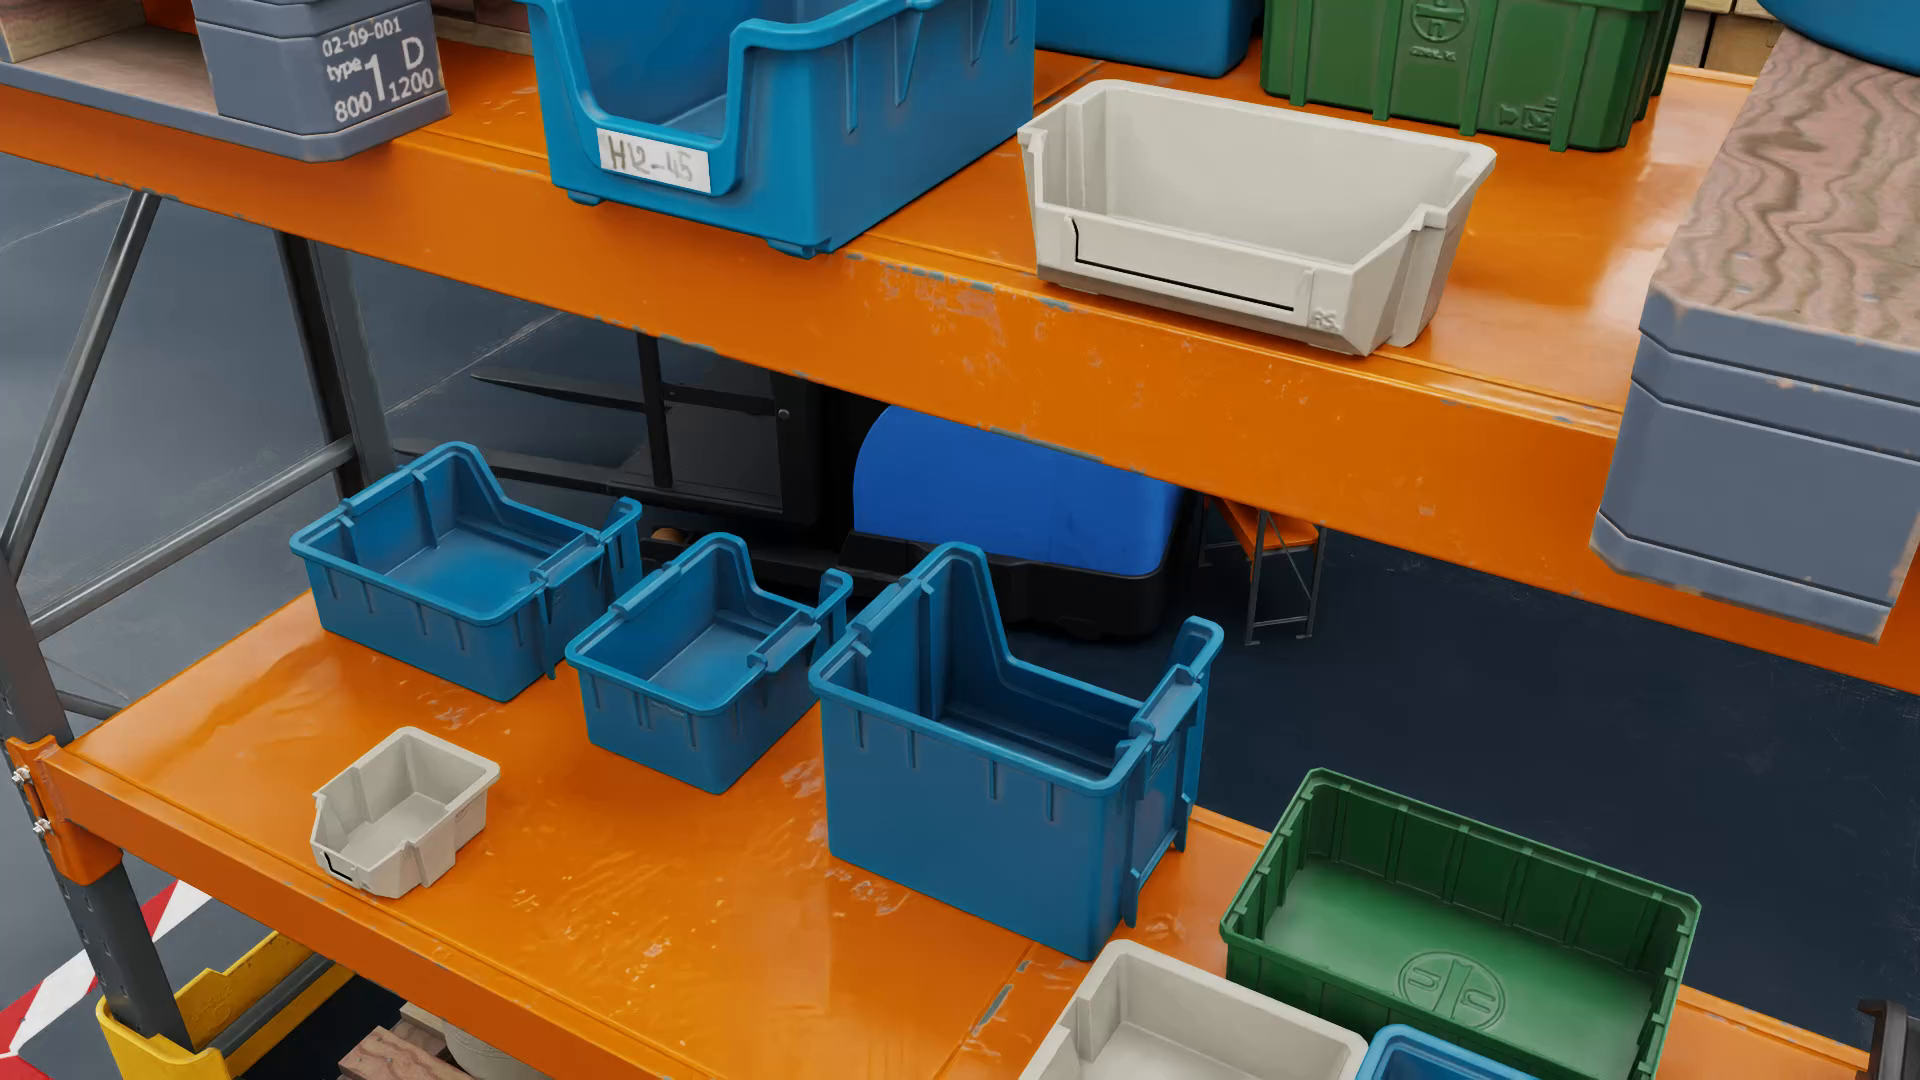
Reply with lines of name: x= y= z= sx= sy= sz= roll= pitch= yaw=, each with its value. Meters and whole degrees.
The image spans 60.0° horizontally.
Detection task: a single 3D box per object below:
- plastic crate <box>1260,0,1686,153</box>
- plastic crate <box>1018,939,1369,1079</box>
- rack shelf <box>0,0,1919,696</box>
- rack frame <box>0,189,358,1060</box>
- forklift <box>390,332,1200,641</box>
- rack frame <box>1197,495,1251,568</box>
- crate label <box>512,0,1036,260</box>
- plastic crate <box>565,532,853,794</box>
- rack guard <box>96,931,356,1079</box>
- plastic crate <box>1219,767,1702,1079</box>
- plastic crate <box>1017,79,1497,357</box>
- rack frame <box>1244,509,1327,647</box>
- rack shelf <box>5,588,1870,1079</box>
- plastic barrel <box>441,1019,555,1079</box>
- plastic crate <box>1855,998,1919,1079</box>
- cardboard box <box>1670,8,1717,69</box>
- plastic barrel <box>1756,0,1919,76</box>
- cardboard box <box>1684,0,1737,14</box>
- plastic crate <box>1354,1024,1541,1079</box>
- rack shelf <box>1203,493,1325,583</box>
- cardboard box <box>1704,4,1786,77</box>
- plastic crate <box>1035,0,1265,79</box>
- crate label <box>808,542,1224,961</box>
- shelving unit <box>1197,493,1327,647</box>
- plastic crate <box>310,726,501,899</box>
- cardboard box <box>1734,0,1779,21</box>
plastic crate: x=0.609 y=-0.627 z=1.971 sx=0.450 sy=0.188 sz=0.336 roll=18 pitch=37 yaw=24
plastic crate: x=0.308 y=0.883 z=2.456 sx=0.437 sy=0.136 sz=0.530 roll=18 pitch=37 yaw=24
rack shelf: x=0.107 y=-0.401 z=2.089 sx=4.000 sy=0.370 sz=1.077 roll=18 pitch=37 yaw=24
rack frame: x=-1.631 y=-0.001 z=3.545 sx=0.053 sy=2.616 sz=0.949 roll=18 pitch=37 yaw=24
forklift: x=0.367 y=-0.543 z=3.728 sx=6.124 sy=3.703 sz=4.401 roll=9 pitch=35 yaw=14
rack frame: x=0.988 y=-0.416 z=5.792 sx=0.240 sy=1.200 sz=0.015 roll=-7 pitch=34 yaw=-10
crate label: x=-0.168 y=-0.515 z=1.745 sx=0.408 sy=0.251 sz=0.502 roll=18 pitch=37 yaw=24
plastic crate: x=-0.485 y=0.235 z=3.325 sx=0.408 sy=0.251 sz=0.499 roll=18 pitch=37 yaw=24
rack guard: x=-1.540 y=1.037 z=4.242 sx=0.348 sy=0.500 sz=1.175 roll=18 pitch=37 yaw=24
plastic crate: x=0.805 y=0.677 z=2.718 sx=0.662 sy=0.188 sz=0.450 roll=18 pitch=37 yaw=24
plastic crate: x=0.250 y=-0.288 z=1.507 sx=0.396 sy=0.136 sz=0.243 roll=18 pitch=37 yaw=24
rack frame: x=1.094 y=-0.152 z=5.396 sx=0.240 sy=1.200 sz=0.015 roll=-7 pitch=34 yaw=-10
rack shelf: x=0.107 y=0.847 z=2.920 sx=4.000 sy=0.370 sz=1.077 roll=18 pitch=37 yaw=24
plastic barrel: x=-1.020 y=1.003 z=3.904 sx=0.421 sy=0.512 sz=0.421 roll=0 pitch=34 yaw=0
plastic crate: x=1.452 y=0.919 z=2.220 sx=0.504 sy=0.338 sz=0.767 roll=18 pitch=37 yaw=24
cardboard box: x=2.576 y=-1.867 z=6.258 sx=0.500 sy=0.500 sz=0.700 roll=19 pitch=38 yaw=26
plastic barrel: x=1.033 y=-0.859 z=1.297 sx=0.708 sy=0.901 sz=0.600 roll=18 pitch=37 yaw=24
cardboard box: x=2.629 y=-1.990 z=5.856 sx=0.250 sy=0.149 sz=0.380 roll=19 pitch=38 yaw=26
plastic crate: x=0.748 y=0.986 z=2.197 sx=0.616 sy=0.251 sz=0.499 roll=18 pitch=37 yaw=24
rack shelf: x=1.041 y=-0.063 z=5.741 sx=0.258 sy=0.148 sz=0.480 roll=-7 pitch=34 yaw=-10
cardboard box: x=3.022 y=-1.727 z=6.047 sx=0.500 sy=0.500 sz=0.700 roll=18 pitch=38 yaw=25
plastic crate: x=0.176 y=-0.864 z=2.150 sx=0.575 sy=0.384 sz=0.392 roll=18 pitch=37 yaw=24
crate label: x=0.103 y=0.359 z=2.972 sx=0.616 sy=0.435 sz=0.502 roll=18 pitch=37 yaw=24
shelving unit: x=1.041 y=-0.284 z=5.594 sx=0.258 sy=1.200 sz=0.503 roll=-7 pitch=34 yaw=-10
plastic crate: x=-1.012 y=0.509 z=3.018 sx=0.250 sy=0.136 sz=0.298 roll=18 pitch=37 yaw=24
cardboard box: x=4.945 y=-1.866 z=4.487 sx=4.934 sy=1.460 sz=0.703 roll=19 pitch=38 yaw=26
